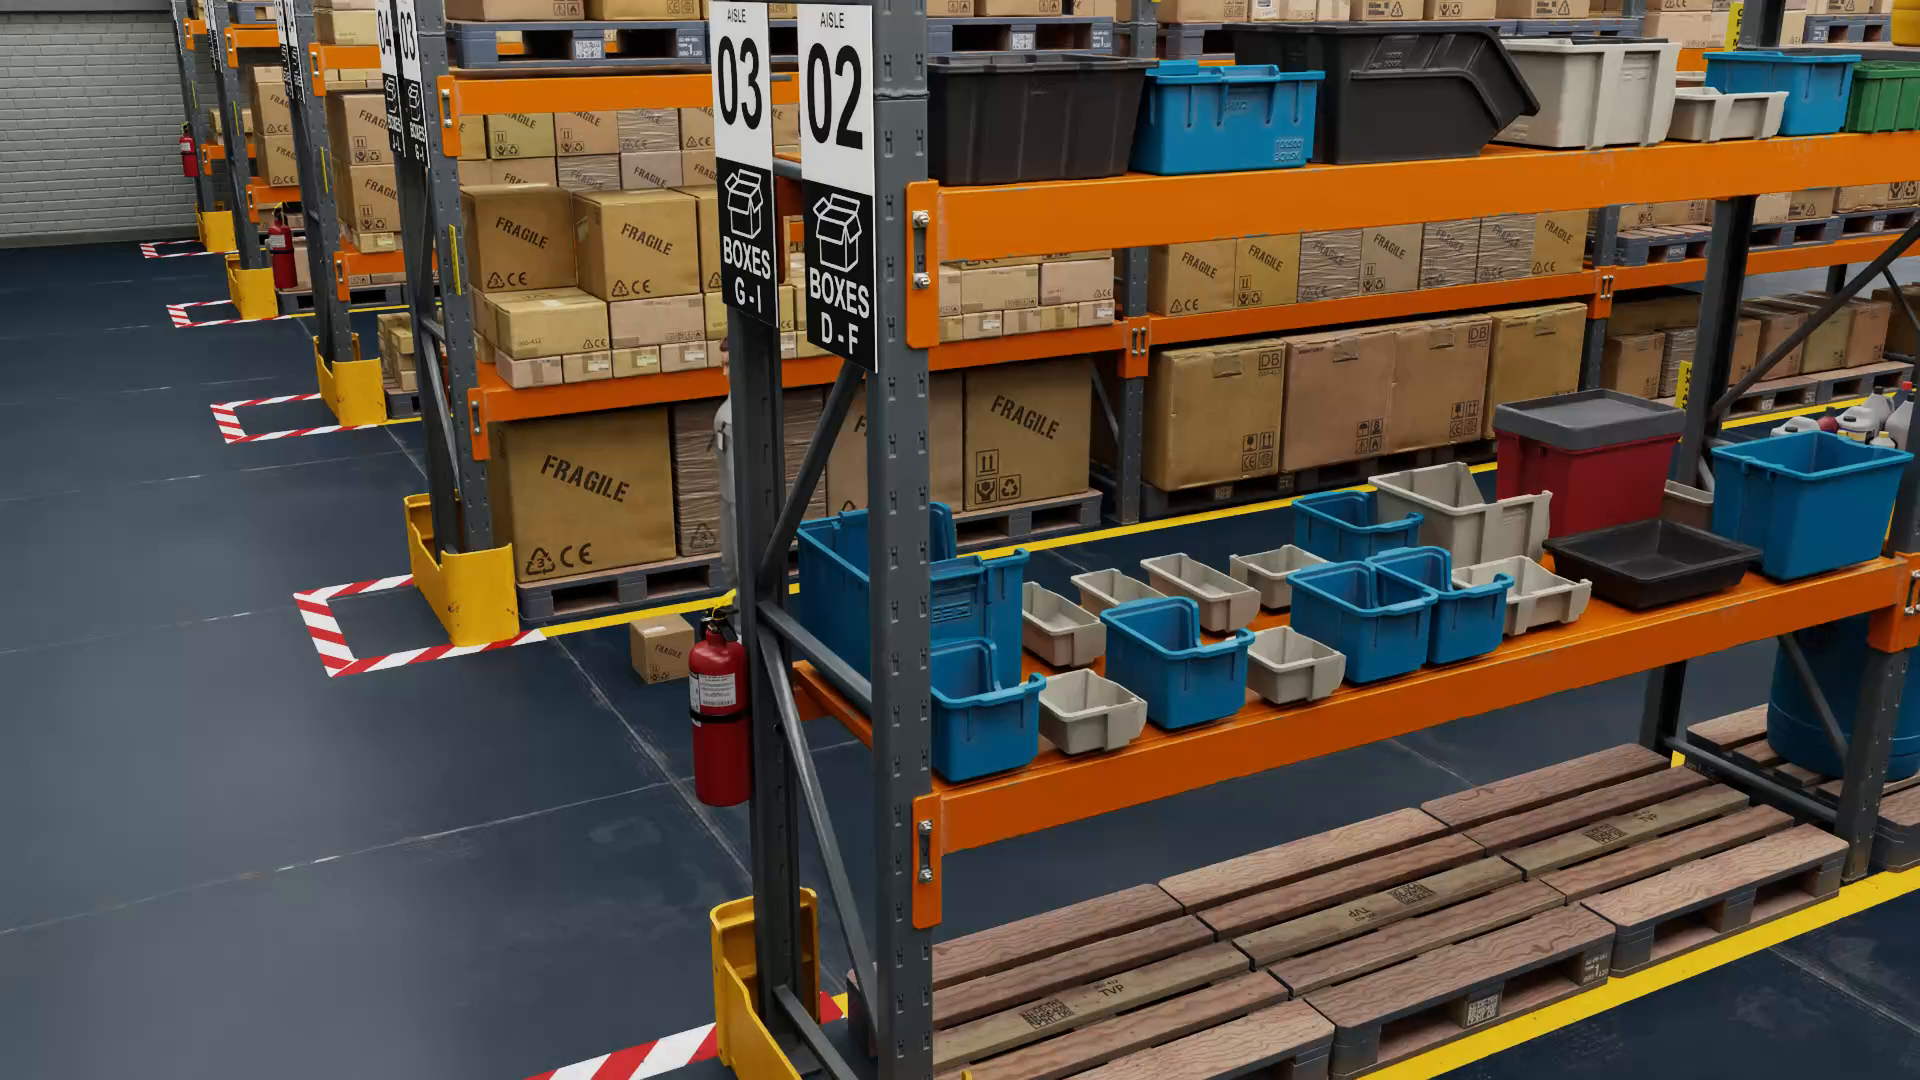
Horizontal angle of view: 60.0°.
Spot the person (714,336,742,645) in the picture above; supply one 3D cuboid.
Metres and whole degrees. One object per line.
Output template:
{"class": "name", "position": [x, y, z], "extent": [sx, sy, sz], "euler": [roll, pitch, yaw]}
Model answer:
{"class": "person", "position": [-1.027, -0.204, 8.184], "extent": [0.364, 1.672, 0.441], "euler": [-9, 21, -26]}
